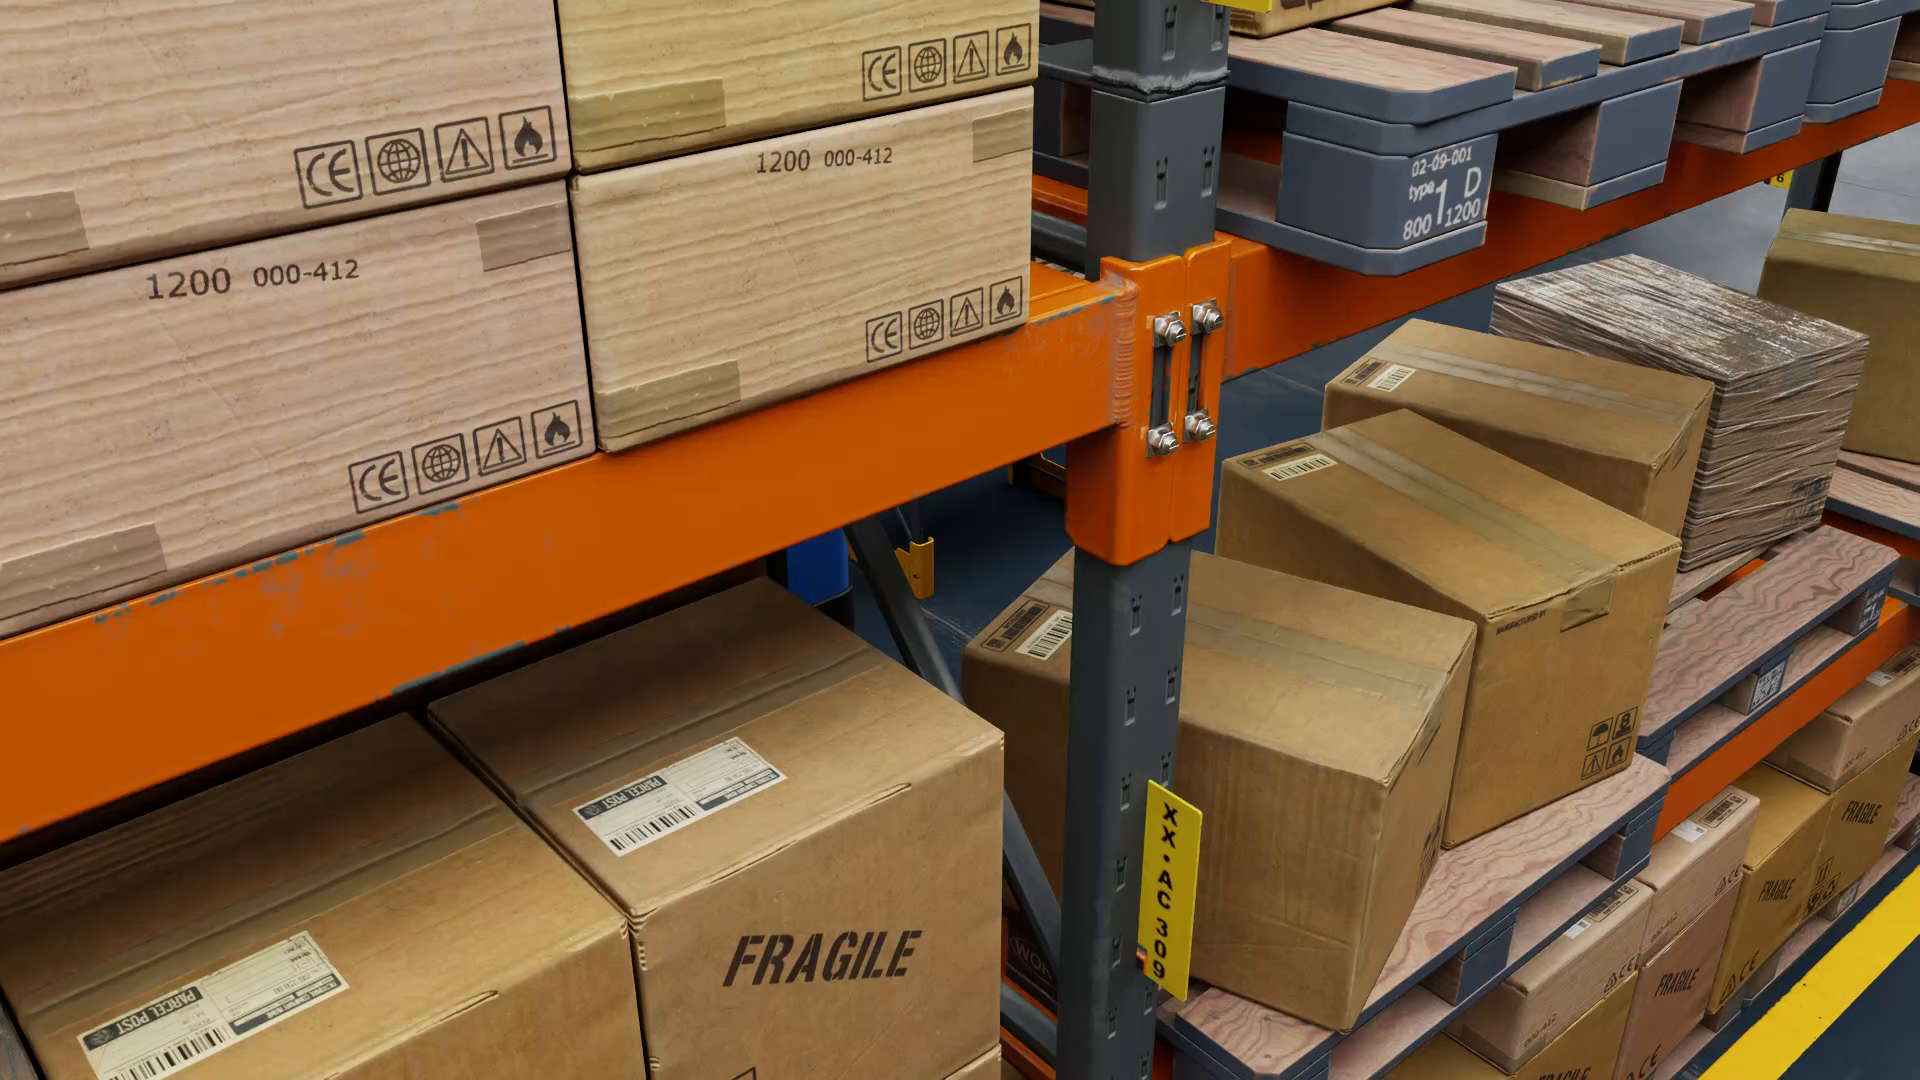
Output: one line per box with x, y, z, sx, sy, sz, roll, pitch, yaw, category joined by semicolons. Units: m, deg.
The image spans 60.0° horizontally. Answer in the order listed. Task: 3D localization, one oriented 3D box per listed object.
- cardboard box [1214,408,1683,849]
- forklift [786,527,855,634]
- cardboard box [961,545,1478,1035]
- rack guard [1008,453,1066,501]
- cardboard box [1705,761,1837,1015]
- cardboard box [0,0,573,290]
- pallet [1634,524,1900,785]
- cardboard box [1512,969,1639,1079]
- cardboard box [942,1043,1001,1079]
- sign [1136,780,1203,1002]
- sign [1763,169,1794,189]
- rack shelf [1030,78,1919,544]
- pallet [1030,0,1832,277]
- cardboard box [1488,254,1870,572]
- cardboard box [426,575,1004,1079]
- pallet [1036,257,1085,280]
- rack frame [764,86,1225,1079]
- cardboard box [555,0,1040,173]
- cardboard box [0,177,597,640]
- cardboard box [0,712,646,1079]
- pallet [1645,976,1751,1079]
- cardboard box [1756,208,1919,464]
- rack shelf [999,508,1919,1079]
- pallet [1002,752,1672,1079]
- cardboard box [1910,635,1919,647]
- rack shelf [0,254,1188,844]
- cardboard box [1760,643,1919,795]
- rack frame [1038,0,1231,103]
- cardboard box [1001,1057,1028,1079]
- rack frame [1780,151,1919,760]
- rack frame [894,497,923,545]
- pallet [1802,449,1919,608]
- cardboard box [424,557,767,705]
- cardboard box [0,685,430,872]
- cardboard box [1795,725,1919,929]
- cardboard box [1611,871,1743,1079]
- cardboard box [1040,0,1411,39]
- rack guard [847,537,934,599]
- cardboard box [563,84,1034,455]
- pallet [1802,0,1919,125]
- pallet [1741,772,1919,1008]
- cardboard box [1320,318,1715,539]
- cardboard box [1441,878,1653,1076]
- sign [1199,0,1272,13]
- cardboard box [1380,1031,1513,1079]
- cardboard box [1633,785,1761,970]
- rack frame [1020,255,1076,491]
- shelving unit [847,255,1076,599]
0.909;0.140;3.254;0.500;0.500;0.700;-16;32;-27;cardboard box
-1.852;-0.569;5.205;3.031;2.935;1.130;-22;35;-35;forklift
0.427;0.373;2.817;0.700;0.500;0.500;15;32;26;cardboard box
0.437;-0.286;7.520;0.087;0.250;0.587;-22;35;-35;rack guard
2.011;0.881;4.605;0.500;0.500;0.500;-23;36;-37;cardboard box
-0.655;-0.412;1.285;0.500;0.250;0.500;-22;35;-35;cardboard box
1.488;0.125;4.037;1.213;0.211;1.003;-22;35;-35;pallet
1.231;1.198;4.011;0.500;0.500;0.500;-21;35;-34;cardboard box
-0.293;0.868;2.337;0.500;0.500;0.500;-21;35;-34;cardboard box
0.279;0.478;2.255;0.005;0.325;0.100;-22;35;-35;sign
2.601;-1.265;5.206;0.005;0.325;0.100;-22;35;-35;sign
1.443;-0.950;3.426;4.000;0.370;1.077;-22;35;-35;rack shelf
0.463;-0.747;2.482;1.003;0.211;1.213;-22;35;-35;pallet
1.738;-0.341;4.154;0.500;0.500;0.700;-15;32;-26;cardboard box
-0.296;0.430;2.096;0.500;0.500;0.500;-22;35;-35;cardboard box
0.366;-1.327;9.509;1.213;0.211;1.003;-22;35;-35;pallet
-0.079;0.667;2.819;0.127;3.000;1.000;-22;35;-35;rack frame
-0.273;-0.564;1.569;0.500;0.250;0.500;-22;35;-35;cardboard box
-0.663;-0.196;1.411;0.500;0.250;0.500;-22;35;-35;cardboard box
-0.684;0.587;1.801;0.500;0.500;0.500;-23;36;-36;cardboard box
1.444;1.260;4.669;1.213;0.211;1.003;-22;35;-35;pallet
2.558;-0.553;4.550;0.700;0.500;0.500;15;32;26;cardboard box
1.443;0.373;4.133;4.000;0.370;1.077;-22;35;-35;rack shelf
0.600;0.547;3.248;1.213;0.211;1.003;-22;35;-35;pallet
3.553;0.416;5.760;0.500;0.250;0.500;-22;35;-35;cardboard box
-1.600;0.274;1.136;4.000;0.370;1.077;-22;35;-35;rack shelf
2.365;0.410;4.689;0.500;0.250;0.500;-20;34;-33;cardboard box
-0.079;-1.979;1.405;0.127;3.000;1.000;-22;35;-35;rack frame
0.110;1.322;3.779;0.500;0.500;0.500;-22;35;-35;cardboard box
2.964;-0.556;5.109;0.127;3.000;1.000;-22;35;-35;rack frame
-0.322;-0.532;6.654;0.032;1.500;0.500;-22;35;-35;rack frame
2.494;-0.239;4.719;1.003;0.211;1.213;-22;35;-35;pallet
-0.620;0.226;2.479;0.500;0.500;0.500;-21;34;-34;cardboard box
-1.012;0.384;2.183;0.500;0.500;0.500;-23;36;-36;cardboard box
2.405;0.722;4.901;0.500;0.500;0.500;-20;34;-33;cardboard box
1.616;1.043;4.301;0.500;0.500;0.500;-23;36;-37;cardboard box
0.352;-1.057;2.205;0.600;0.600;0.600;25;37;38;cardboard box
-0.321;0.019;6.950;0.087;0.250;0.587;-22;35;-35;rack guard
-0.276;-0.345;1.690;0.500;0.250;0.500;-22;35;-35;cardboard box
1.250;-1.065;3.078;1.003;0.211;1.213;-22;35;-35;pallet
2.372;0.888;5.364;1.213;0.211;1.003;-22;35;-35;pallet
1.225;-0.125;3.749;0.700;0.500;0.500;18;33;30;cardboard box
1.208;0.878;3.813;0.500;0.250;0.500;-22;35;-35;cardboard box
0.279;-0.691;1.630;0.005;0.325;0.100;-22;35;-35;sign
0.846;1.348;3.730;0.500;0.500;0.500;-21;35;-34;cardboard box
1.589;0.725;4.101;0.500;0.250;0.500;-23;36;-36;cardboard box
0.452;-0.843;7.236;0.032;1.500;0.500;-22;35;-35;rack frame
0.058;-0.685;6.940;1.083;1.500;0.587;-22;35;-35;shelving unit
